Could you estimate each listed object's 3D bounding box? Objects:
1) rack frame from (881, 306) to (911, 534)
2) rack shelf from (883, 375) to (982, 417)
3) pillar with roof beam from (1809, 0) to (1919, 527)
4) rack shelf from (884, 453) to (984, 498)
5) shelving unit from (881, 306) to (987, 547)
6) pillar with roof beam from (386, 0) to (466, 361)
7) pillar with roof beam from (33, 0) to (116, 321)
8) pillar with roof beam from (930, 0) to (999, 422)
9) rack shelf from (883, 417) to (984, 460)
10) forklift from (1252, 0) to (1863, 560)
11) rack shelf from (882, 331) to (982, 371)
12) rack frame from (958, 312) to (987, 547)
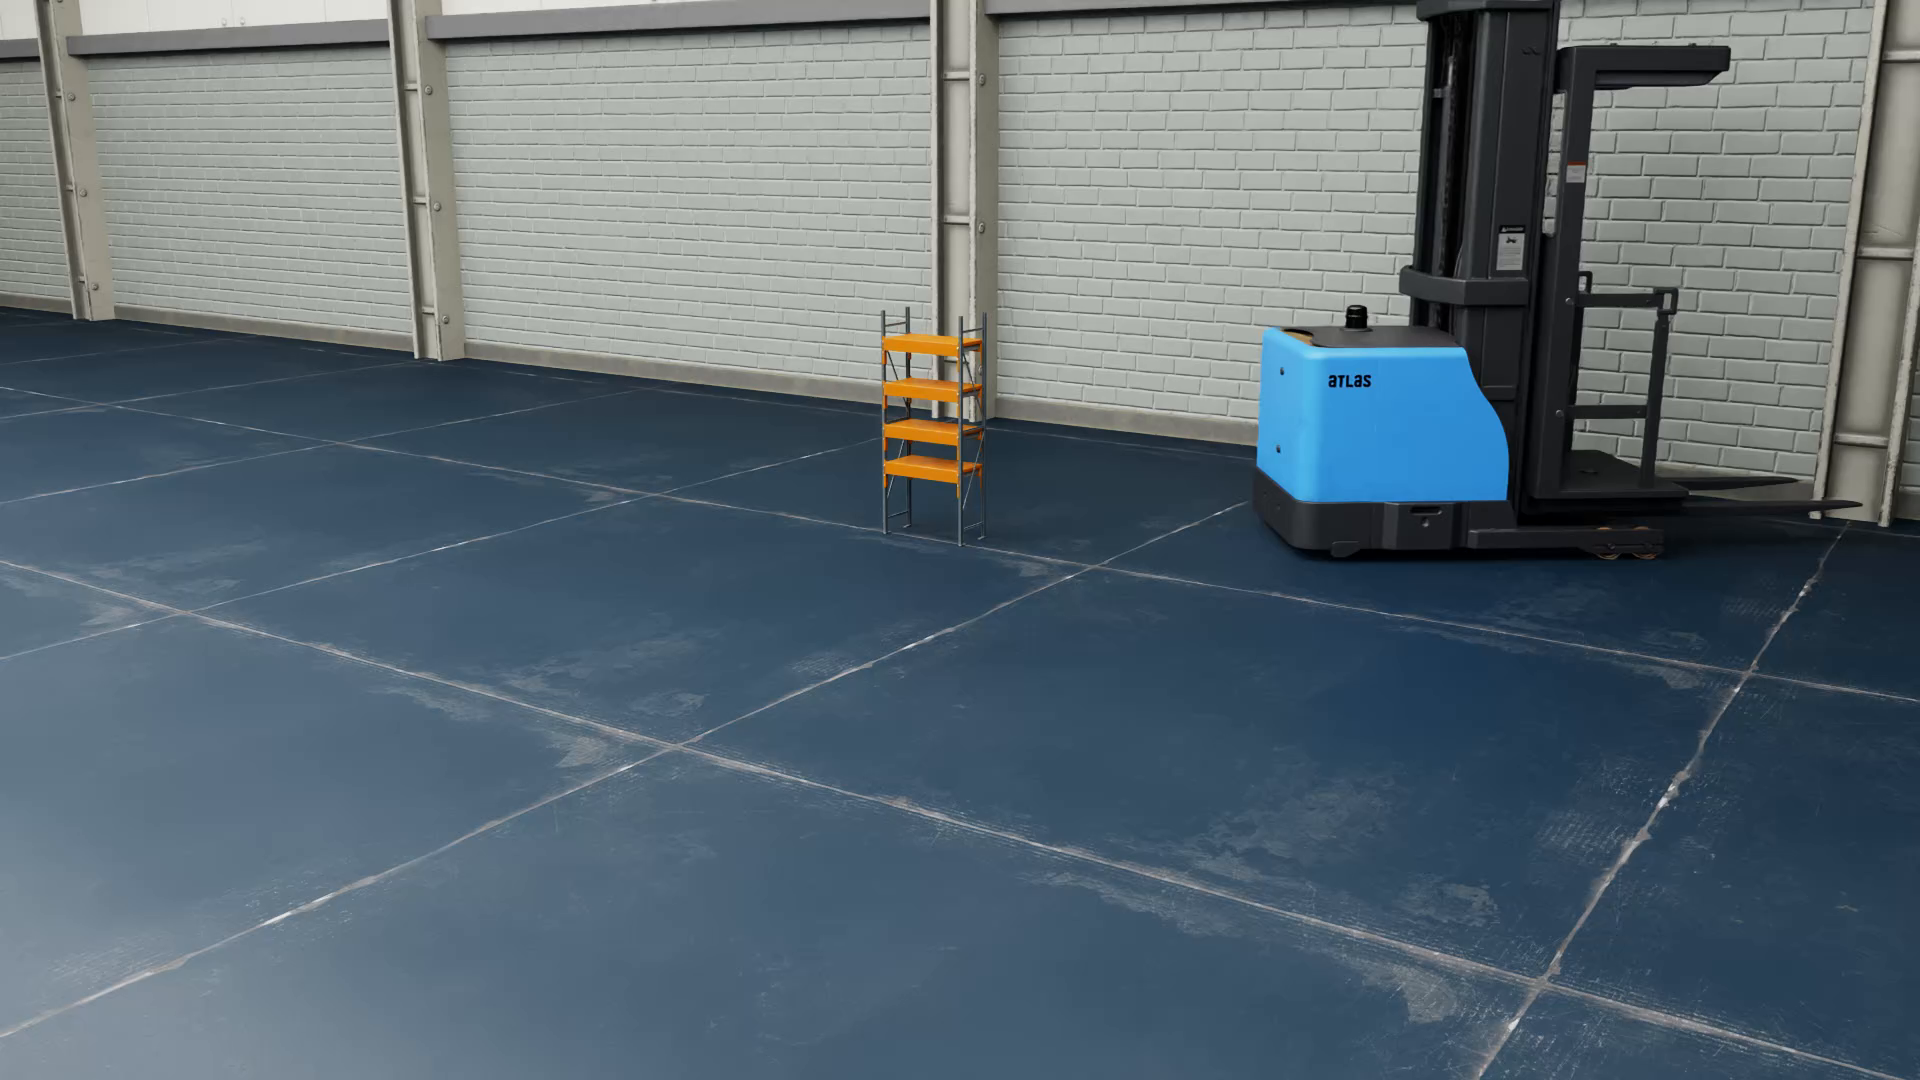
[{"bbox_3d":[-0.340,-0.637,8.901,0.015,1.200,0.240,9,17,33],"label":"rack frame"},{"bbox_3d":[-0.137,-0.756,8.731,0.480,0.148,0.258,9,17,33],"label":"rack shelf"},{"bbox_3d":[2.609,-3.638,4.792,0.400,9.000,9.100,9,17,33],"label":"pillar with roof beam"},{"bbox_3d":[-0.137,-0.347,8.833,0.480,0.148,0.258,9,17,33],"label":"rack shelf"},{"bbox_3d":[-0.137,-0.605,8.769,0.503,1.200,0.258,9,17,33],"label":"shelving unit"},{"bbox_3d":[-7.348,-5.247,11.293,0.400,9.000,9.100,9,17,33],"label":"pillar with roof beam"},{"bbox_3d":[-12.326,-6.052,14.543,0.400,9.000,9.100,9,17,33],"label":"pillar with roof beam"},{"bbox_3d":[-2.369,-4.443,8.042,0.400,9.000,9.100,9,17,33],"label":"pillar with roof beam"},{"bbox_3d":[-0.137,-0.539,8.785,0.480,0.148,0.258,9,17,33],"label":"rack shelf"},{"bbox_3d":[3.162,-1.449,8.575,3.031,2.935,1.130,-1,14,-3],"label":"forklift"},{"bbox_3d":[-0.137,-0.986,8.674,0.480,0.148,0.258,9,17,33],"label":"rack shelf"},{"bbox_3d":[0.065,-0.572,8.636,0.015,1.200,0.240,9,17,33],"label":"rack frame"}]
